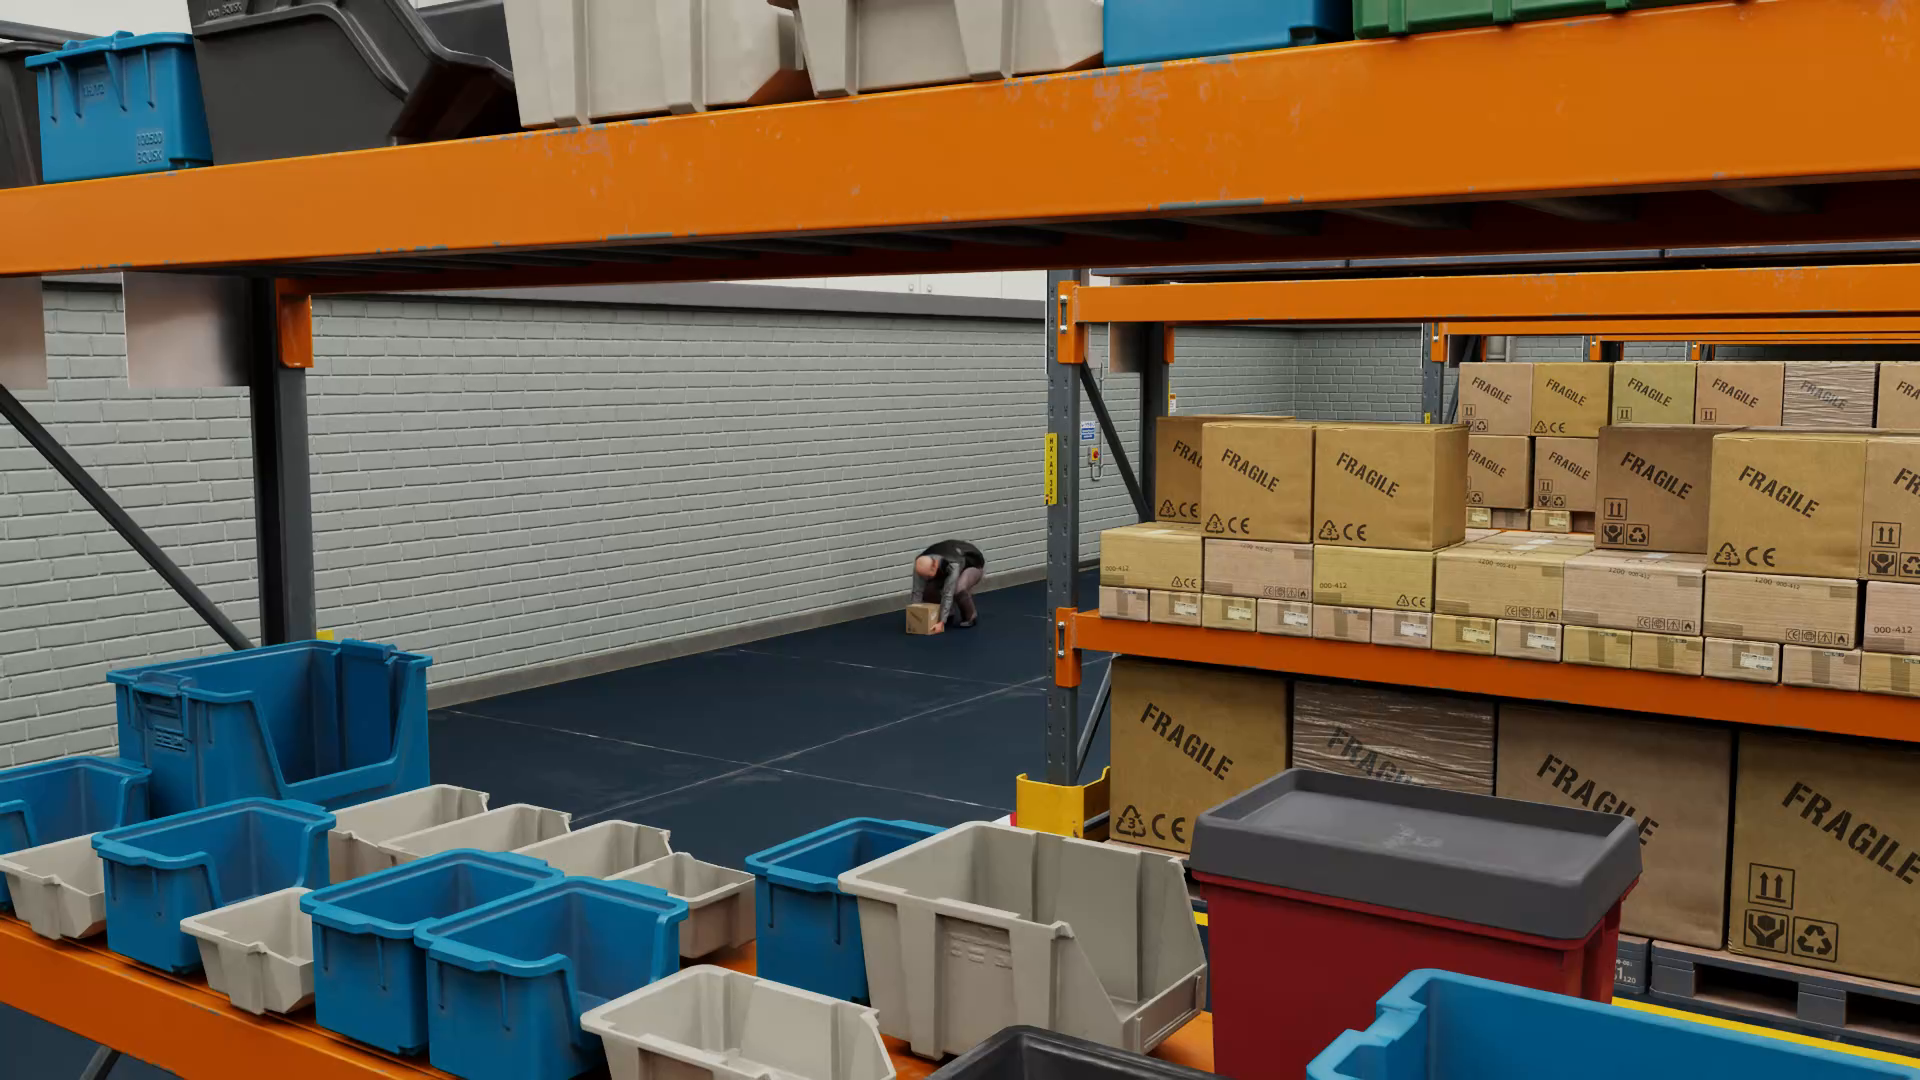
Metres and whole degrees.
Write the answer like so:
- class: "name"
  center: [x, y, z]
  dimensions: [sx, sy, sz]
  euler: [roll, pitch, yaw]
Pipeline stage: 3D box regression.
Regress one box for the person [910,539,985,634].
- class: "person"
  center: [-0.138, 0.435, 15.333]
  dimensions: [0.508, 0.794, 0.935]
  euler: [4, 7, 32]
